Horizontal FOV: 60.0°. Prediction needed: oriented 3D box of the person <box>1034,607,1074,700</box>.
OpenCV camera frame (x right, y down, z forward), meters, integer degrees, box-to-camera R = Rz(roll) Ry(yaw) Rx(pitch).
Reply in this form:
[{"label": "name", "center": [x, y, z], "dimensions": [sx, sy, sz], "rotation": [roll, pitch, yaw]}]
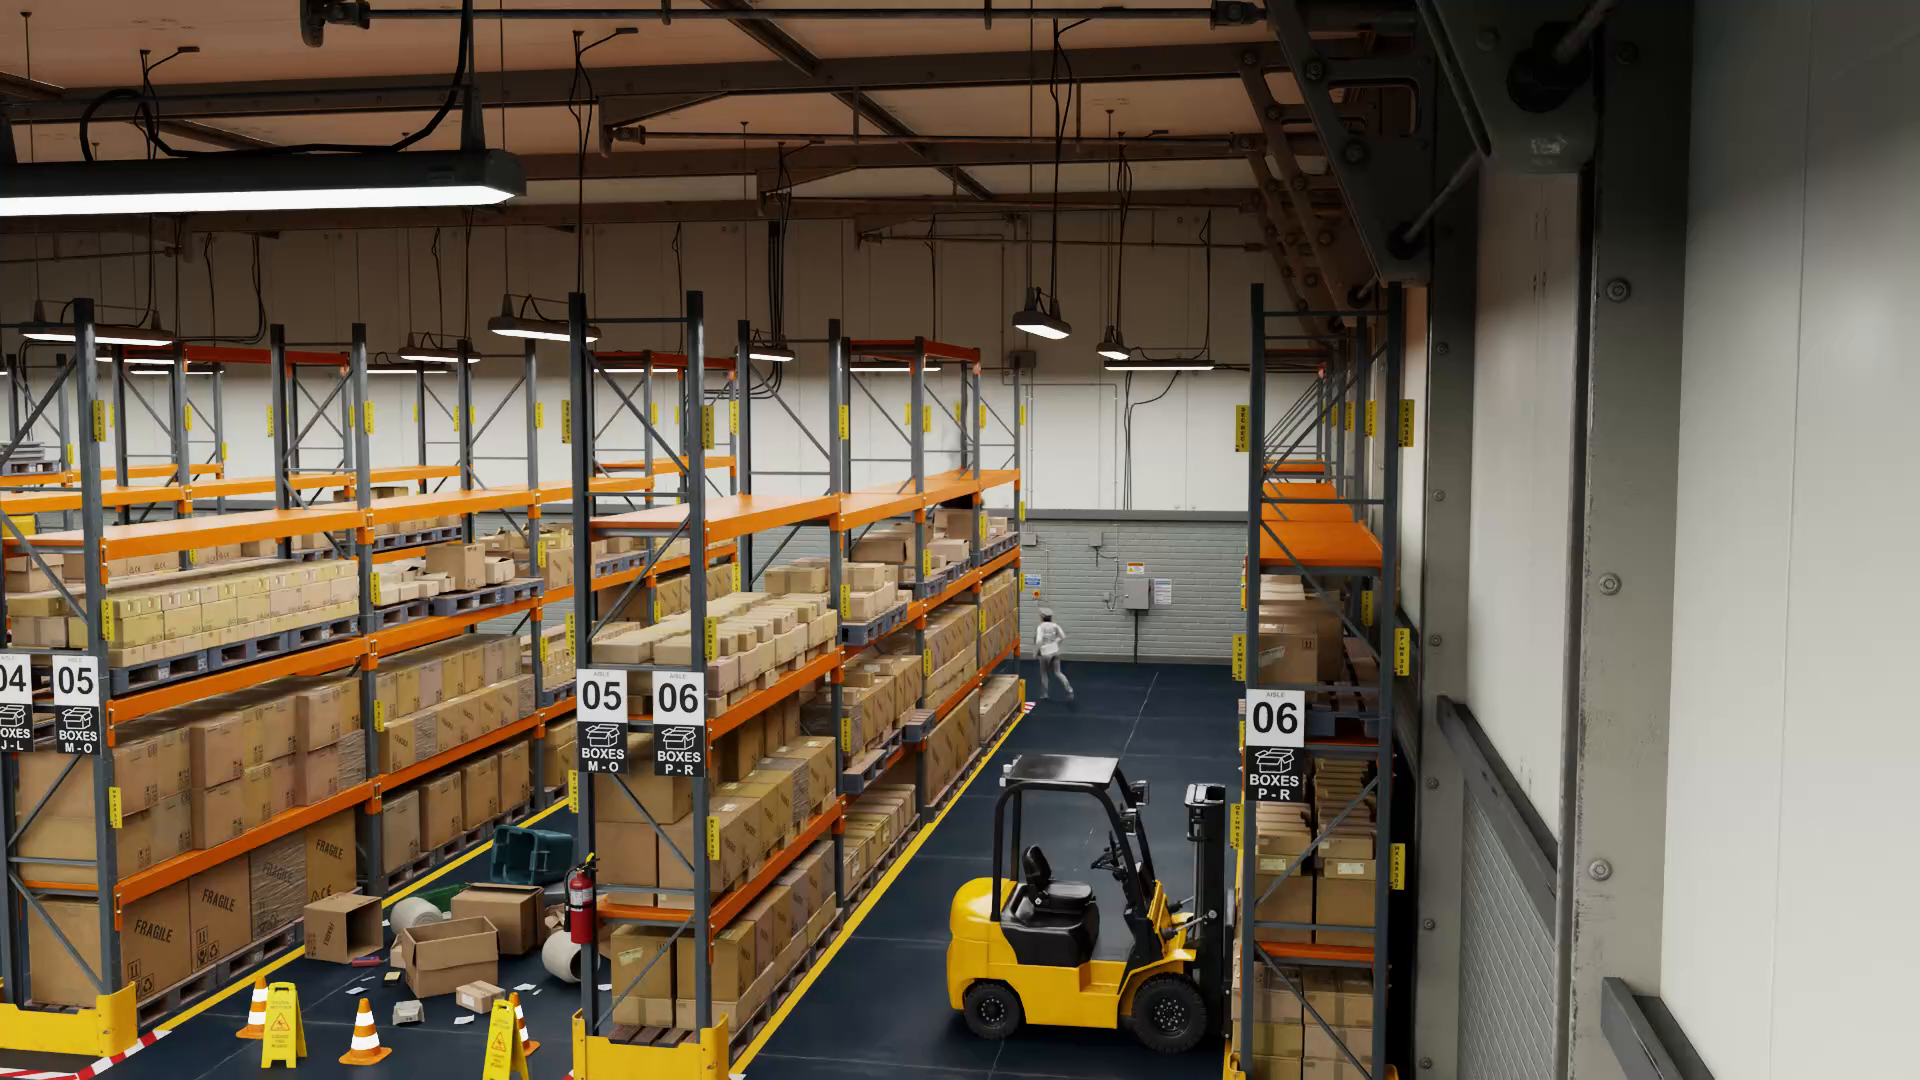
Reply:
[{"label": "person", "center": [1.515, 1.995, 28.951], "dimensions": [0.671, 1.662, 0.925], "rotation": [-2, 5, -28]}]
